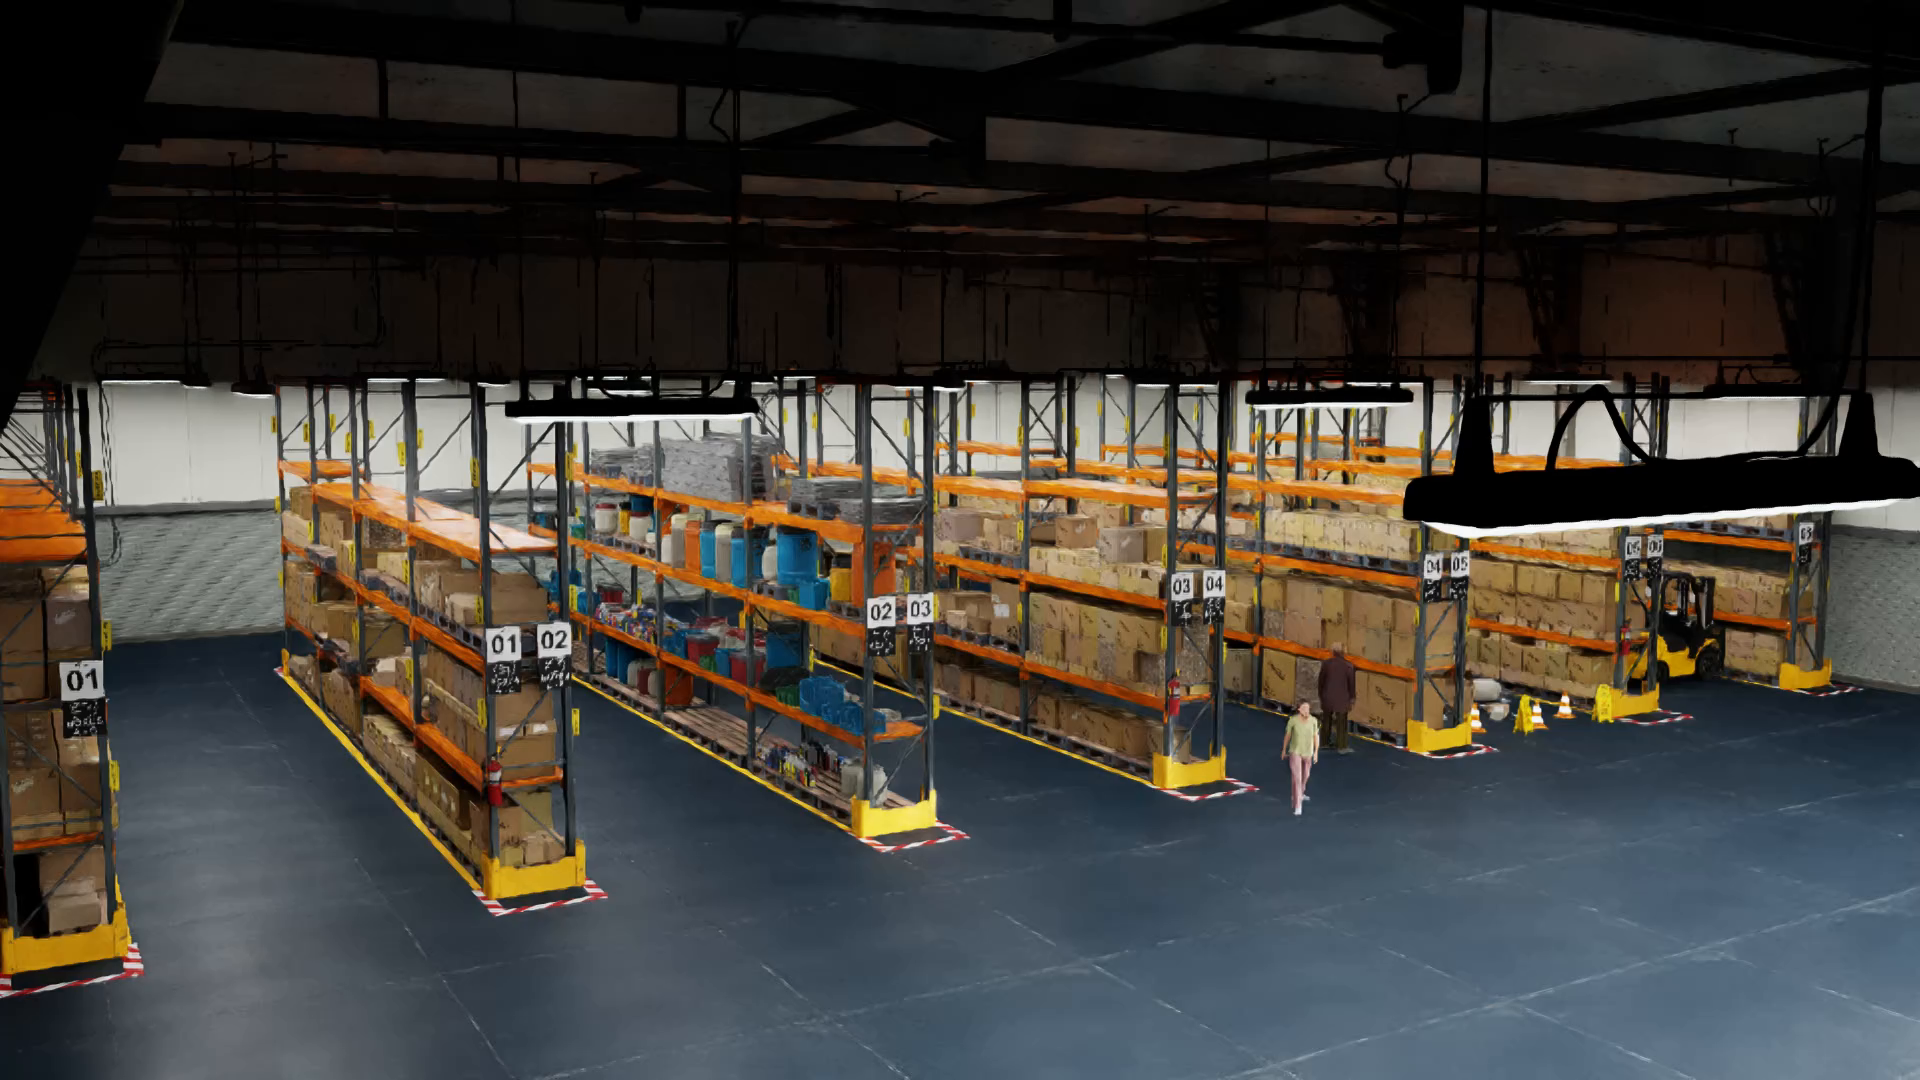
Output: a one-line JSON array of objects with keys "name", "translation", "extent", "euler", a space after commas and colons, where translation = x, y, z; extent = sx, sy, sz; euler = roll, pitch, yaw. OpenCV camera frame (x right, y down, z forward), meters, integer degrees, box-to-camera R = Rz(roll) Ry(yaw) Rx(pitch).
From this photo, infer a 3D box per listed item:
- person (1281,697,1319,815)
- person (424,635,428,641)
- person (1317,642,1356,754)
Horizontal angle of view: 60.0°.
[{"name": "person", "translation": [4.785, 2.984, 23.301], "extent": [0.487, 1.611, 0.956], "euler": [-1, 6, -8]}, {"name": "person", "translation": [-11.716, 1.517, 36.718], "extent": [0.447, 1.574, 1.088], "euler": [-3, 7, -27]}, {"name": "person", "translation": [6.056, 2.511, 26.703], "extent": [0.640, 1.788, 0.494], "euler": [3, 7, 28]}]
